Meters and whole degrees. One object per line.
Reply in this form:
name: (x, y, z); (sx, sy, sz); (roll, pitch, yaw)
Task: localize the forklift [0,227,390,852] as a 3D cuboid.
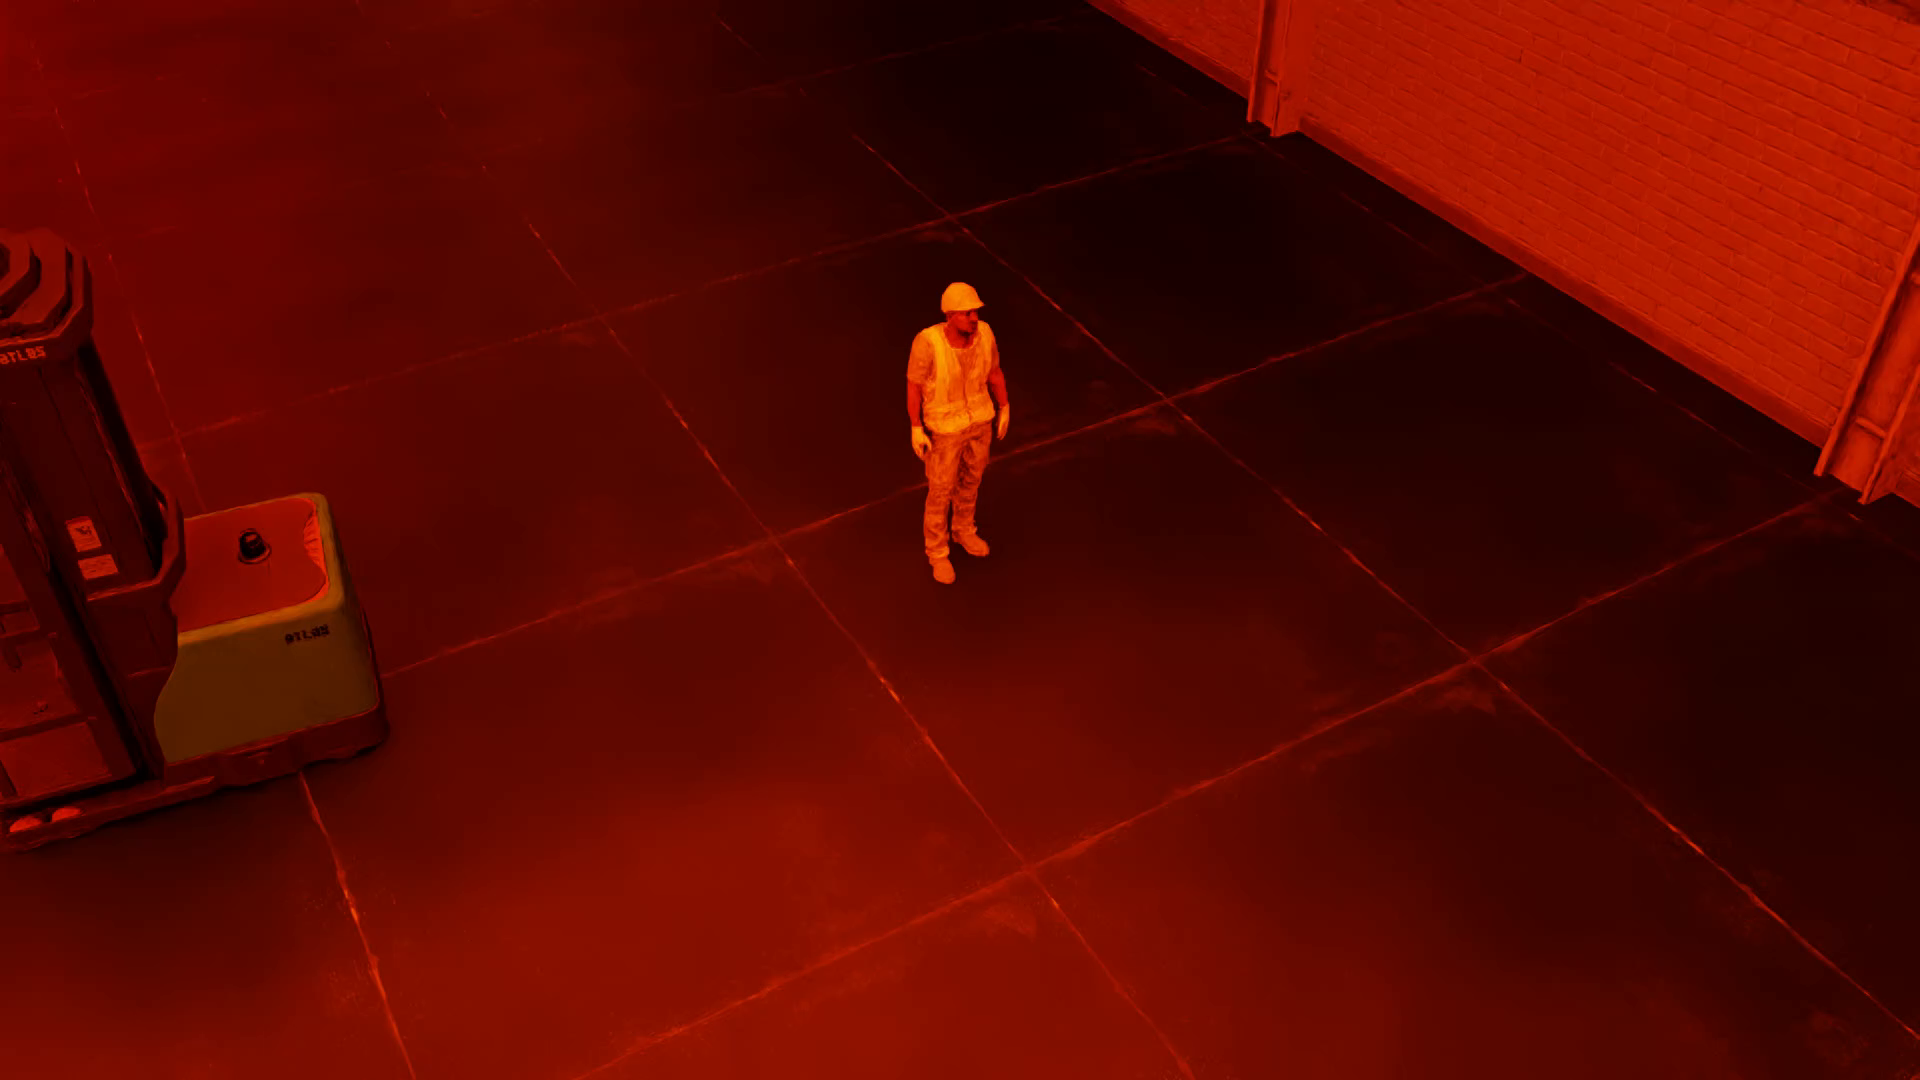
forklift: (-4.649, 0.057, 7.968); (3.031, 2.935, 1.130); (-15, 42, -17)

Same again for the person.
person: (0.029, -0.649, 9.707); (0.655, 1.782, 0.576); (-20, 44, -23)
